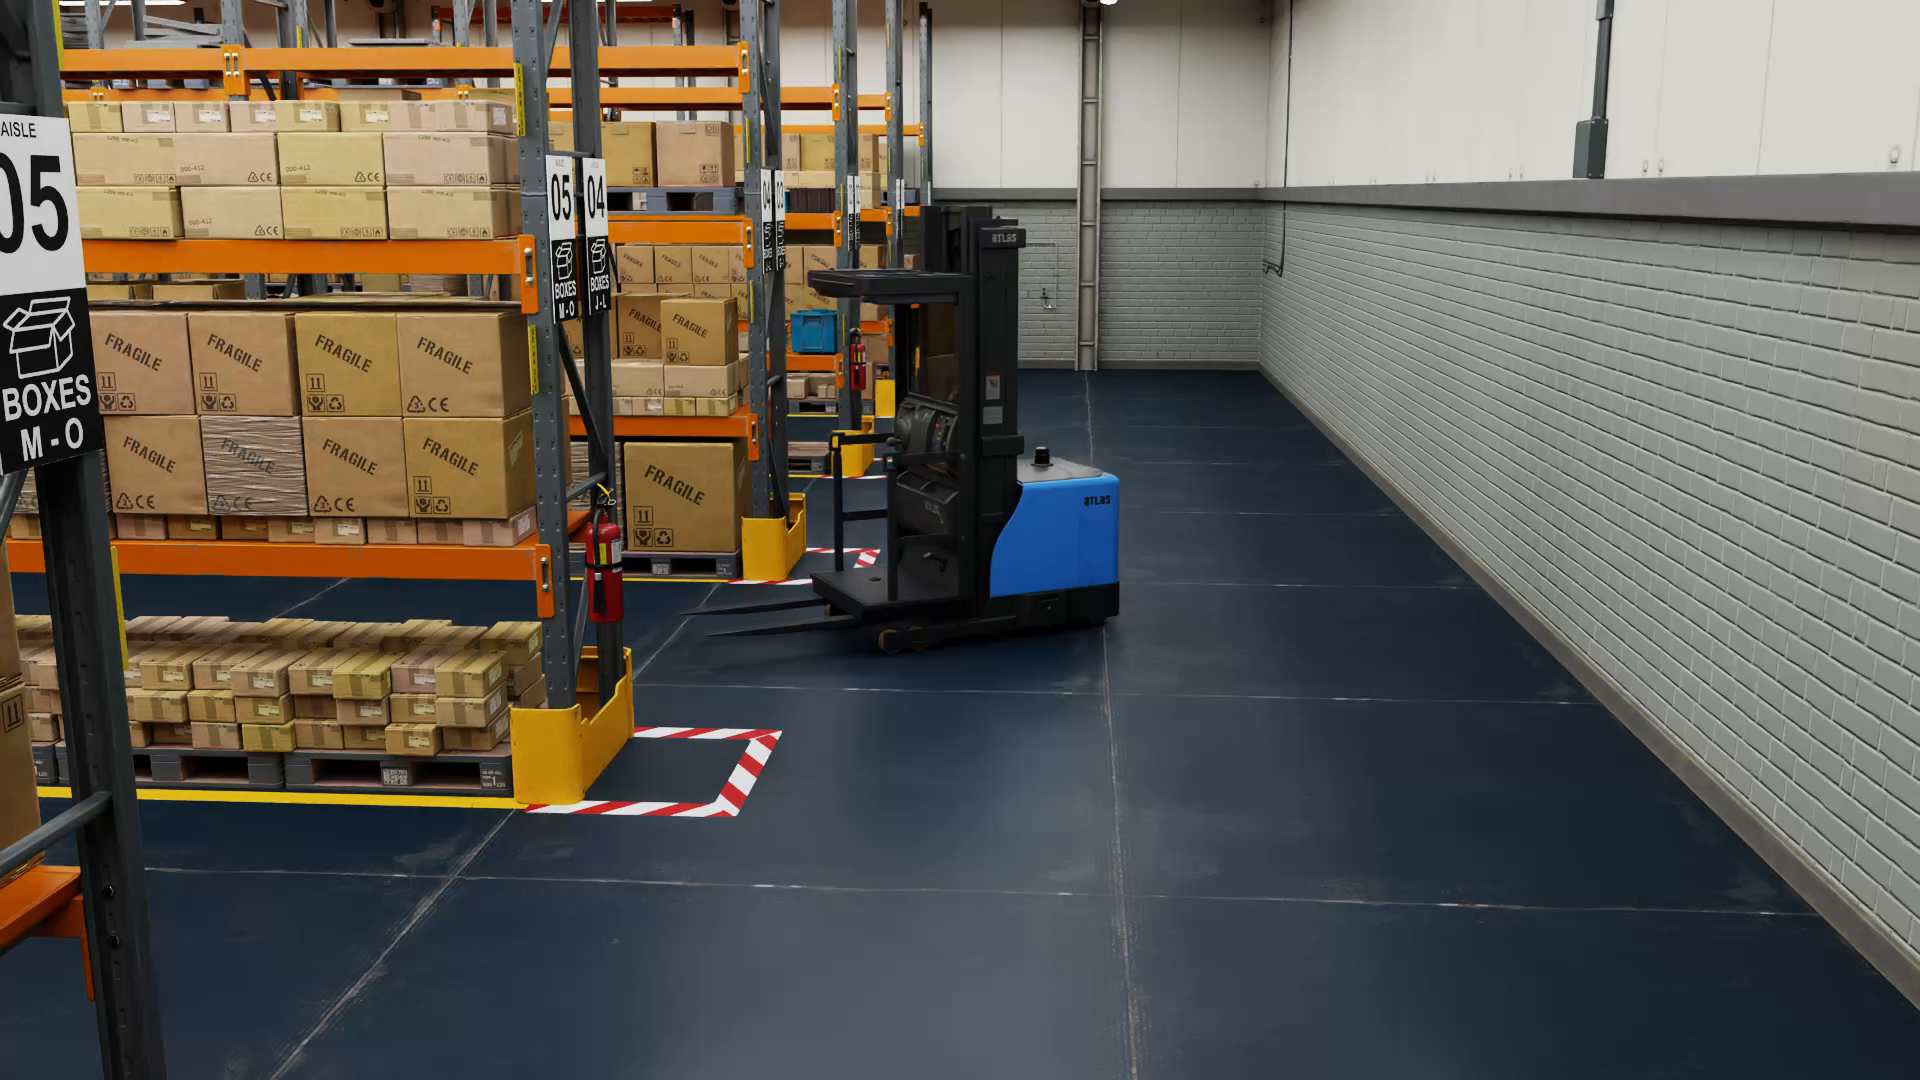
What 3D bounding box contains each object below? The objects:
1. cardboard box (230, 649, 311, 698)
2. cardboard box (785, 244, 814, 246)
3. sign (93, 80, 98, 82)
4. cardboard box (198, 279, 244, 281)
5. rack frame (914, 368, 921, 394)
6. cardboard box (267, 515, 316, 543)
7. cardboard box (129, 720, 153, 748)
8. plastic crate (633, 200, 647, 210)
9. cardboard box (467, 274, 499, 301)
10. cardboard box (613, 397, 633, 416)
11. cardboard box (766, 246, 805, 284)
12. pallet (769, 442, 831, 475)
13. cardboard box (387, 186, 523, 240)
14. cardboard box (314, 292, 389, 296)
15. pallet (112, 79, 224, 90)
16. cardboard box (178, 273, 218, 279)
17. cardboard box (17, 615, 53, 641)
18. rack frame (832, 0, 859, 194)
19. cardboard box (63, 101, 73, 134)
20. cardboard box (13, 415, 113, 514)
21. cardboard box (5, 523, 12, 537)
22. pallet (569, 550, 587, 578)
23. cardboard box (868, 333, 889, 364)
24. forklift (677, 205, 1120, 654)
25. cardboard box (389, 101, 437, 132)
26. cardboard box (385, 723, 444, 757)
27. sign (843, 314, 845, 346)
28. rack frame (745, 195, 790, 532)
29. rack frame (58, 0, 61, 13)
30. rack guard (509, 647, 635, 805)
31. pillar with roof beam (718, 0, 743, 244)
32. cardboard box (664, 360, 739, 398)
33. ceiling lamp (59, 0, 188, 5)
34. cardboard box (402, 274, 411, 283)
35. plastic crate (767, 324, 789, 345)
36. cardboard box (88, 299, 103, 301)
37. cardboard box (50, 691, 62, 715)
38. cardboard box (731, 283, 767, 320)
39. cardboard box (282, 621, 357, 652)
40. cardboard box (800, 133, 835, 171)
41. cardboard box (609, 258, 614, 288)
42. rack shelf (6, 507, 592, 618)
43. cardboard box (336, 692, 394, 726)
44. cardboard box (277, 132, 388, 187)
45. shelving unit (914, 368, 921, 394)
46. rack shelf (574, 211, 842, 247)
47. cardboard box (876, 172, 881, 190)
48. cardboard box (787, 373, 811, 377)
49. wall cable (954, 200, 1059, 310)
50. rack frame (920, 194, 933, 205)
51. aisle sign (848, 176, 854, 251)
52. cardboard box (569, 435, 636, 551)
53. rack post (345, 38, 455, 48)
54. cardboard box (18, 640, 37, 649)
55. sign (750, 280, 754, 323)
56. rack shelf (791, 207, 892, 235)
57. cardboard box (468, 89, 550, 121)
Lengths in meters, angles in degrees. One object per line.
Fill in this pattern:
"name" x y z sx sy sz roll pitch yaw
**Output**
"cardboard box" -3.567 0.690 8.627 0.250 0.149 0.380 1 12 6
"cardboard box" -2.331 -3.899 23.395 0.500 0.500 0.500 1 12 5
"sign" -9.231 -5.051 17.724 0.005 0.325 0.100 1 12 4
"cardboard box" -10.542 -3.465 23.764 0.500 0.500 0.500 0 12 1
"rack frame" -0.372 -0.739 14.639 0.023 1.500 0.400 1 12 4
"cardboard box" -3.341 -0.095 8.510 0.250 0.149 0.380 0 12 1
"cardboard box" -4.334 0.964 8.772 0.250 0.149 0.380 0 12 2
"plastic crate" -3.297 -3.592 17.932 0.530 0.136 0.437 1 12 4
"cardboard box" -6.642 -3.608 23.420 0.500 0.500 0.700 -2 12 -11
"cardboard box" -2.687 -1.089 13.260 0.250 0.149 0.380 1 12 5
"cardboard box" -2.369 -3.788 22.866 0.500 0.500 0.500 1 12 5
"pallet" -2.039 -0.930 18.697 1.213 0.211 1.003 1 12 4
"cardboard box" -2.454 -1.599 8.124 0.500 0.250 0.500 1 12 3
"cardboard box" -5.065 -1.806 13.883 0.500 0.500 0.500 1 12 5
"pallet" -8.484 -5.017 18.211 1.003 0.211 1.213 1 12 4
"cardboard box" -13.023 -4.710 28.445 0.500 0.500 0.500 1 12 4
"cardboard box" -5.095 0.541 9.338 0.250 0.149 0.380 1 12 3
"rack frame" -1.219 -5.212 17.705 0.127 3.000 1.000 1 12 4
"cardboard box" -4.391 -2.060 8.134 0.250 0.149 0.380 1 12 7
"cardboard box" -4.502 -0.423 8.494 0.500 0.500 0.500 1 12 3
"cardboard box" -4.910 -0.126 8.660 0.250 0.149 0.380 0 12 1
"pallet" -3.567 0.089 13.826 1.213 0.211 1.003 1 12 4
"cardboard box" -1.262 -3.270 28.156 0.500 0.500 0.700 1 12 4
"forklift" -0.419 -0.794 11.407 3.031 2.935 1.130 -6 13 -25
"cardboard box" -2.575 -2.050 8.087 0.250 0.149 0.380 1 12 5
"cardboard box" -2.785 0.991 8.642 0.250 0.149 0.380 1 12 5
"sign" -1.240 -2.243 17.764 0.005 0.325 0.100 1 12 4
"rack frame" -1.550 -1.263 13.482 0.127 3.000 1.000 1 12 4
"rack frame" -12.858 -6.388 23.327 0.127 3.000 1.000 1 12 4
"rack guard" -2.058 0.971 8.906 0.348 0.500 1.175 1 12 4
"pillar with roof beam" -4.080 -6.578 24.237 0.548 9.000 9.100 1 12 4
"cardboard box" -2.051 -1.288 13.240 0.500 0.250 0.500 1 12 3
"ceiling lamp" -12.852 -9.686 24.836 2.000 3.185 0.800 1 12 4
"cardboard box" -9.568 -4.679 28.494 0.500 0.500 0.700 0 12 -2
"plastic crate" -2.100 -2.302 18.711 0.300 0.233 0.416 1 12 4
"cardboard box" -4.970 -1.033 8.968 0.500 0.500 0.500 0 12 2
"cardboard box" -4.587 0.802 8.818 0.250 0.149 0.380 1 12 6
"cardboard box" -2.868 -3.308 23.012 0.500 0.500 0.500 1 12 3
"cardboard box" -3.537 0.569 9.204 0.250 0.149 0.380 1 12 6
"cardboard box" -1.891 -5.322 22.870 0.500 0.500 0.700 1 12 4
"cardboard box" -6.036 -4.527 28.063 0.500 0.500 0.500 1 12 4
"rack shelf" -3.978 0.073 8.849 4.000 0.370 1.077 1 12 4
"cardboard box" -3.047 0.837 8.651 0.250 0.149 0.380 0 12 1
"cardboard box" -2.969 -1.852 8.116 0.500 0.250 0.500 0 12 2
"shelving unit" -0.007 -0.734 14.615 0.755 1.500 0.431 1 12 4
"rack shelf" -3.215 -3.419 18.217 4.000 0.370 1.077 1 12 4
"cardboard box" -1.380 -4.987 23.102 0.500 0.250 0.500 1 12 4
"cardboard box" -2.406 -2.236 23.771 0.500 0.250 0.500 1 12 4
"wall cable" 0.784 -4.972 28.731 1.851 1.984 0.084 1 12 4
"rack frame" -0.557 -4.299 27.995 0.127 3.000 1.000 1 12 4
"aisle sign" -1.167 -3.487 17.762 0.004 0.787 0.394 1 12 4
"cardboard box" -3.102 -0.434 13.680 0.875 0.875 0.875 1 12 4
"rack post" -6.049 -5.247 18.060 0.954 0.300 0.937 1 12 3
"cardboard box" -5.117 0.649 8.825 0.250 0.149 0.380 1 12 3
"sign" -1.600 -1.836 12.810 0.005 0.325 0.100 1 12 4
"rack shelf" -2.880 -4.431 23.054 4.000 0.370 1.077 1 12 4
"cardboard box" -3.565 -3.432 13.177 0.500 0.250 0.500 0 12 2
